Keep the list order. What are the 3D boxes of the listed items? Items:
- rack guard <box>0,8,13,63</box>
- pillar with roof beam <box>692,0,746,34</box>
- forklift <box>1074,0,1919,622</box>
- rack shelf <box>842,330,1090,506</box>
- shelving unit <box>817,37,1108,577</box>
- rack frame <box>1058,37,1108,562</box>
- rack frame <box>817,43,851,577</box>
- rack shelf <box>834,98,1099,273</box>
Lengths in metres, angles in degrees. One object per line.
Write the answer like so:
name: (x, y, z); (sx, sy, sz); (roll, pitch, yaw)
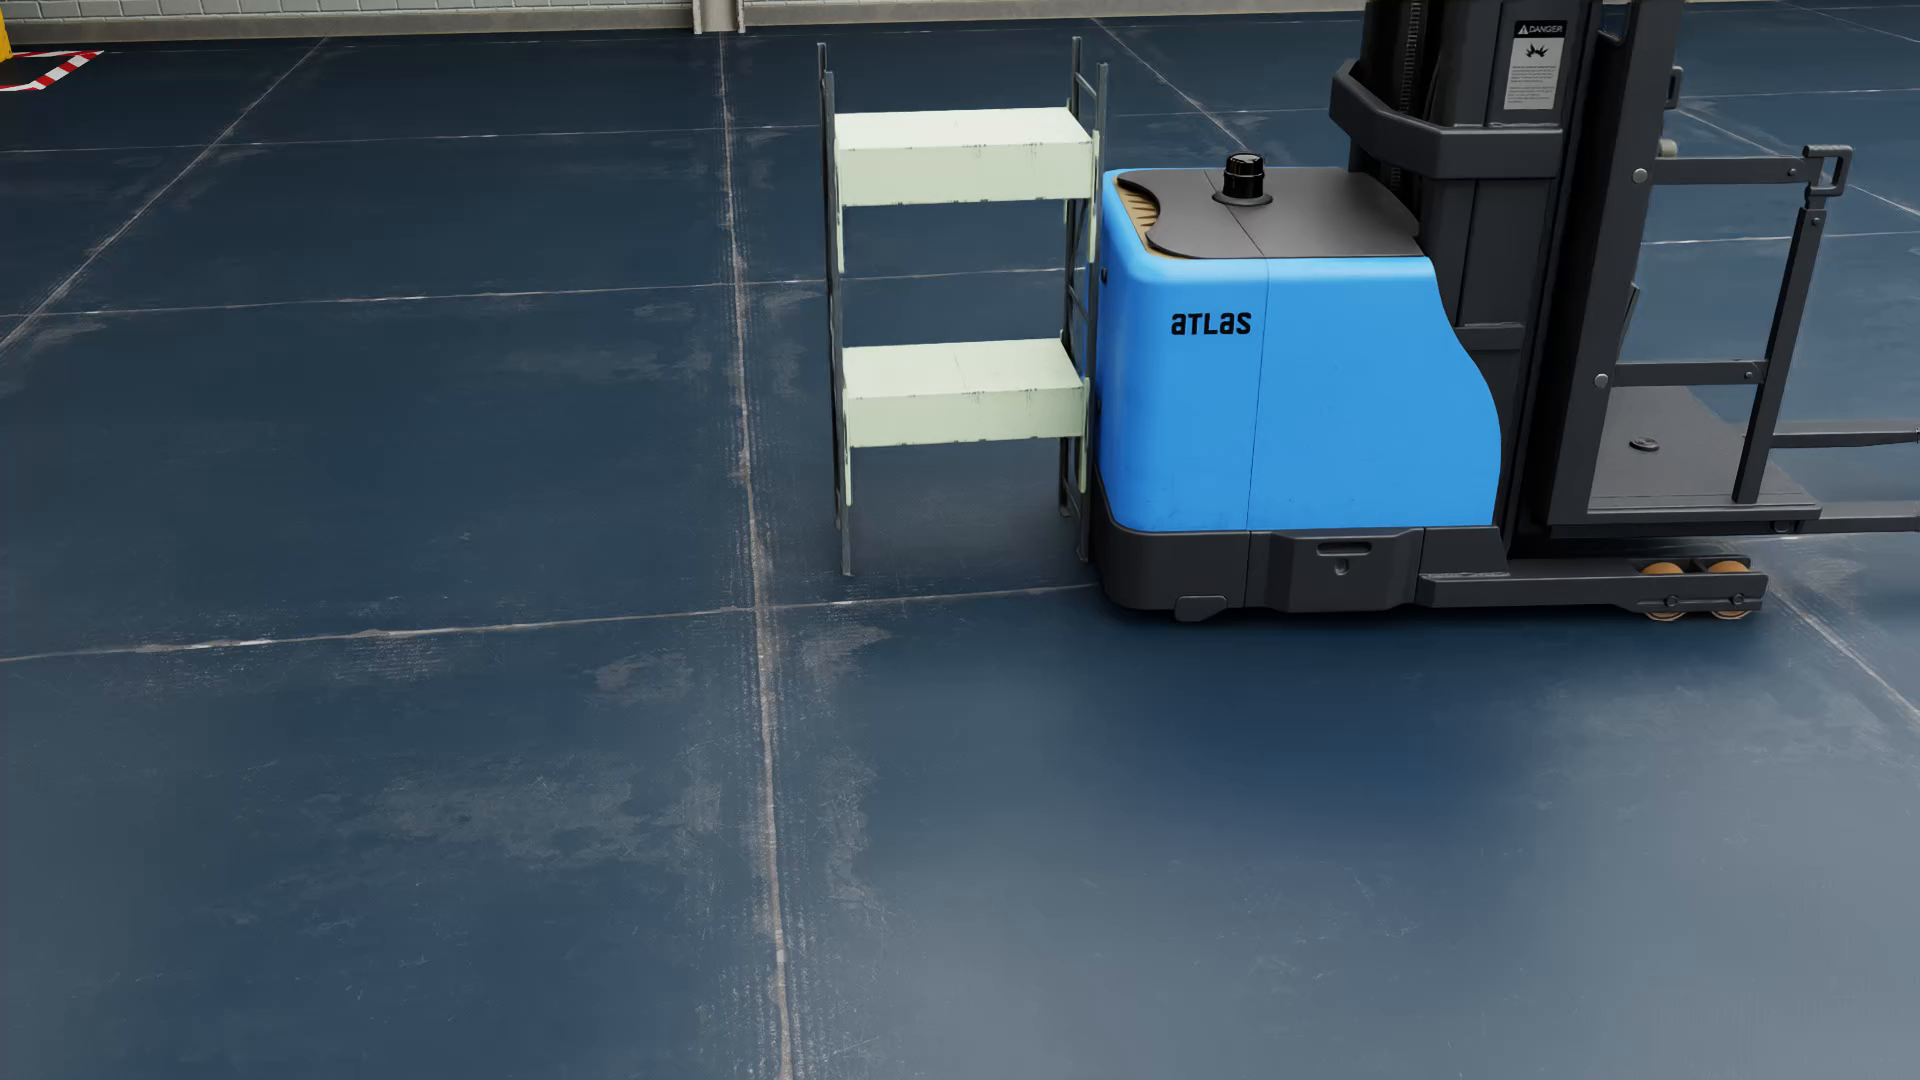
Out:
rack guard: (-6.992, -3.490, 11.504); (0.348, 0.500, 1.175); (-4, 27, -7)
pillar with roof beam: (-1.289, -6.068, 7.219); (0.400, 9.000, 9.100); (-4, 27, -7)
forklift: (1.914, -1.311, 4.595); (3.031, 2.935, 1.130); (-1, 27, -2)
rack shelf: (-0.005, -0.378, 5.058); (0.720, 0.370, 0.431); (-3, 27, -6)
shelving unit: (-0.005, -0.668, 4.909); (0.755, 1.500, 0.431); (-3, 27, -6)
rack frame: (0.359, -0.689, 4.950); (0.023, 1.500, 0.400); (-3, 27, -6)
rack frame: (-0.368, -0.648, 4.869); (0.023, 1.500, 0.400); (-3, 27, -6)
rack shelf: (-0.004, -1.015, 4.731); (0.720, 0.370, 0.431); (-3, 27, -6)
